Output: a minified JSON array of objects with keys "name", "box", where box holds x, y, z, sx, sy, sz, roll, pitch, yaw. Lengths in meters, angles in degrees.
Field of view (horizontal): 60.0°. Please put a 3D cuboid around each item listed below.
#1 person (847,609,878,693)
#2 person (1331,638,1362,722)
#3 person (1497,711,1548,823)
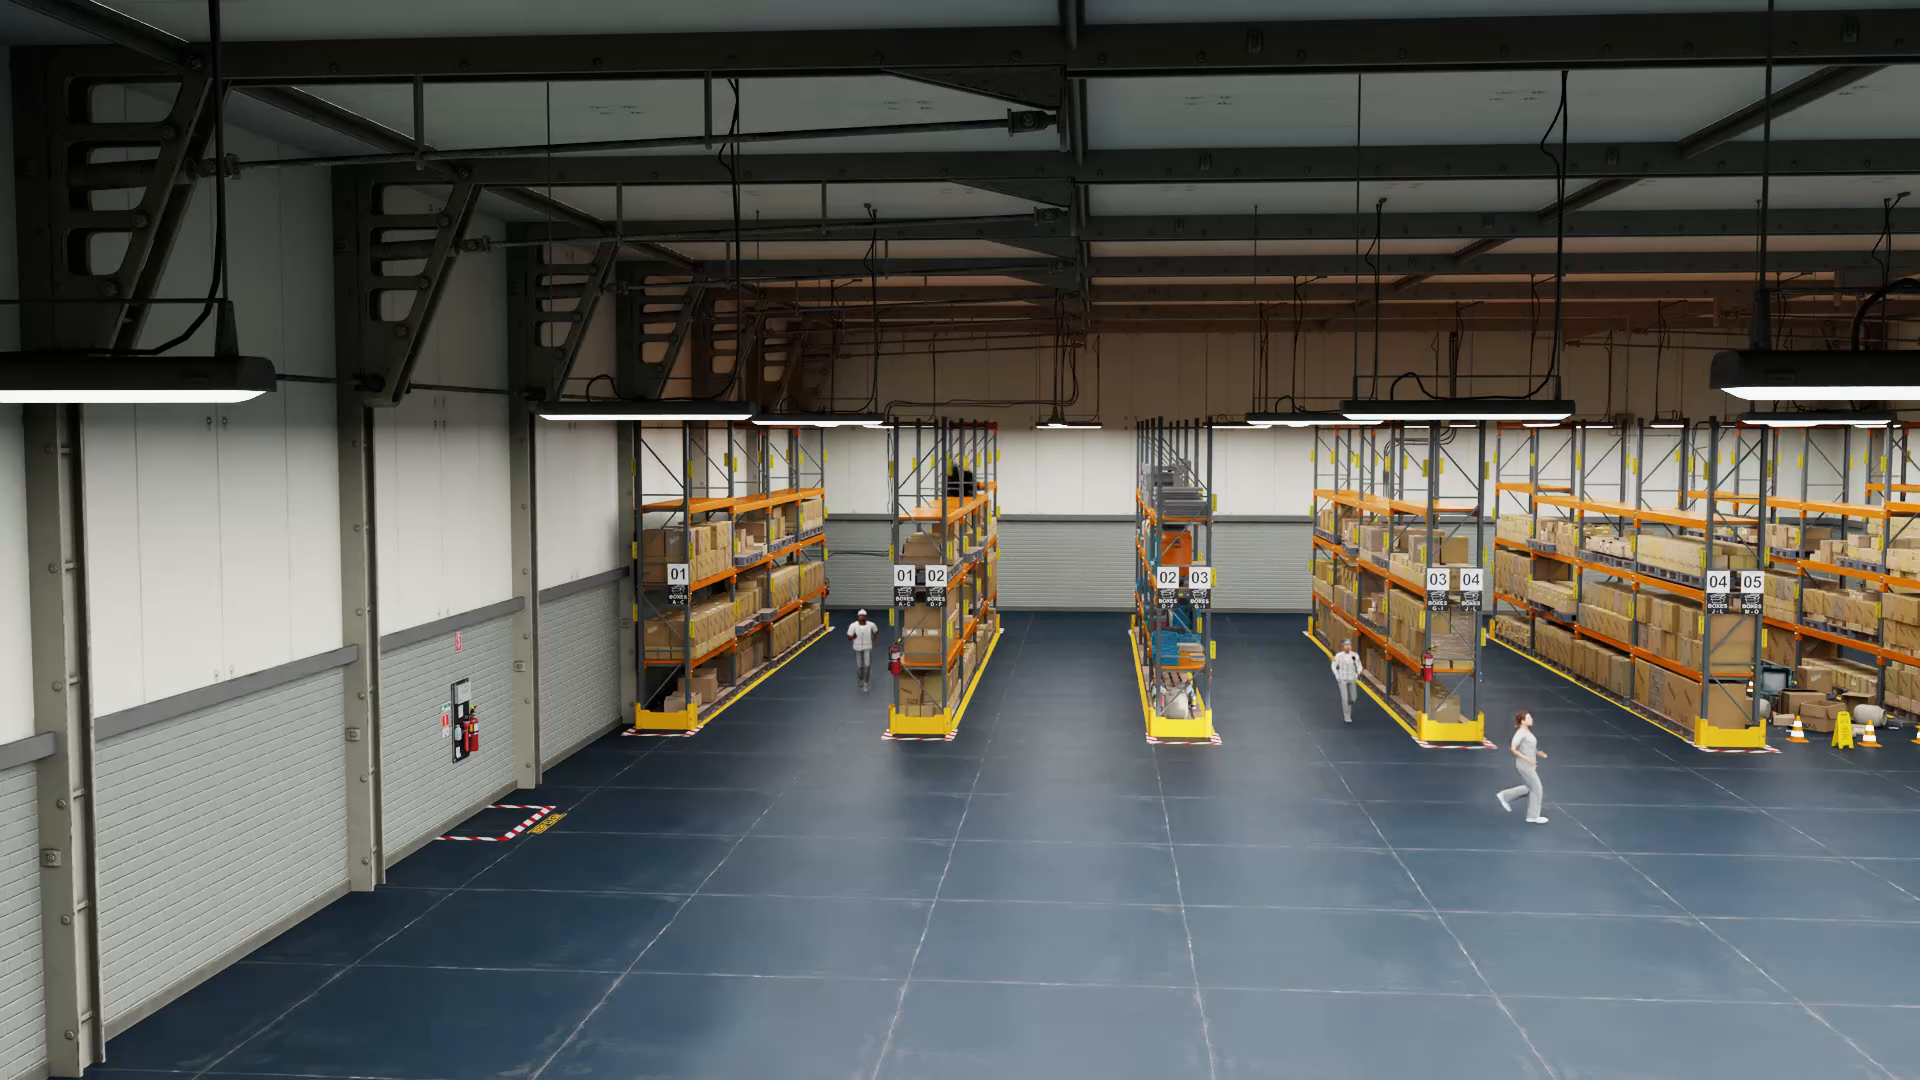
[{"name":"person","box":[-2.152,2.438,36.689,0.677,1.823,0.737,0,4,0]},{"name":"person","box":[7.641,2.752,32.849,0.606,1.649,0.558,0,4,6]},{"name":"person","box":[8.257,3.311,24.400,0.752,1.628,0.571,2,4,31]}]
